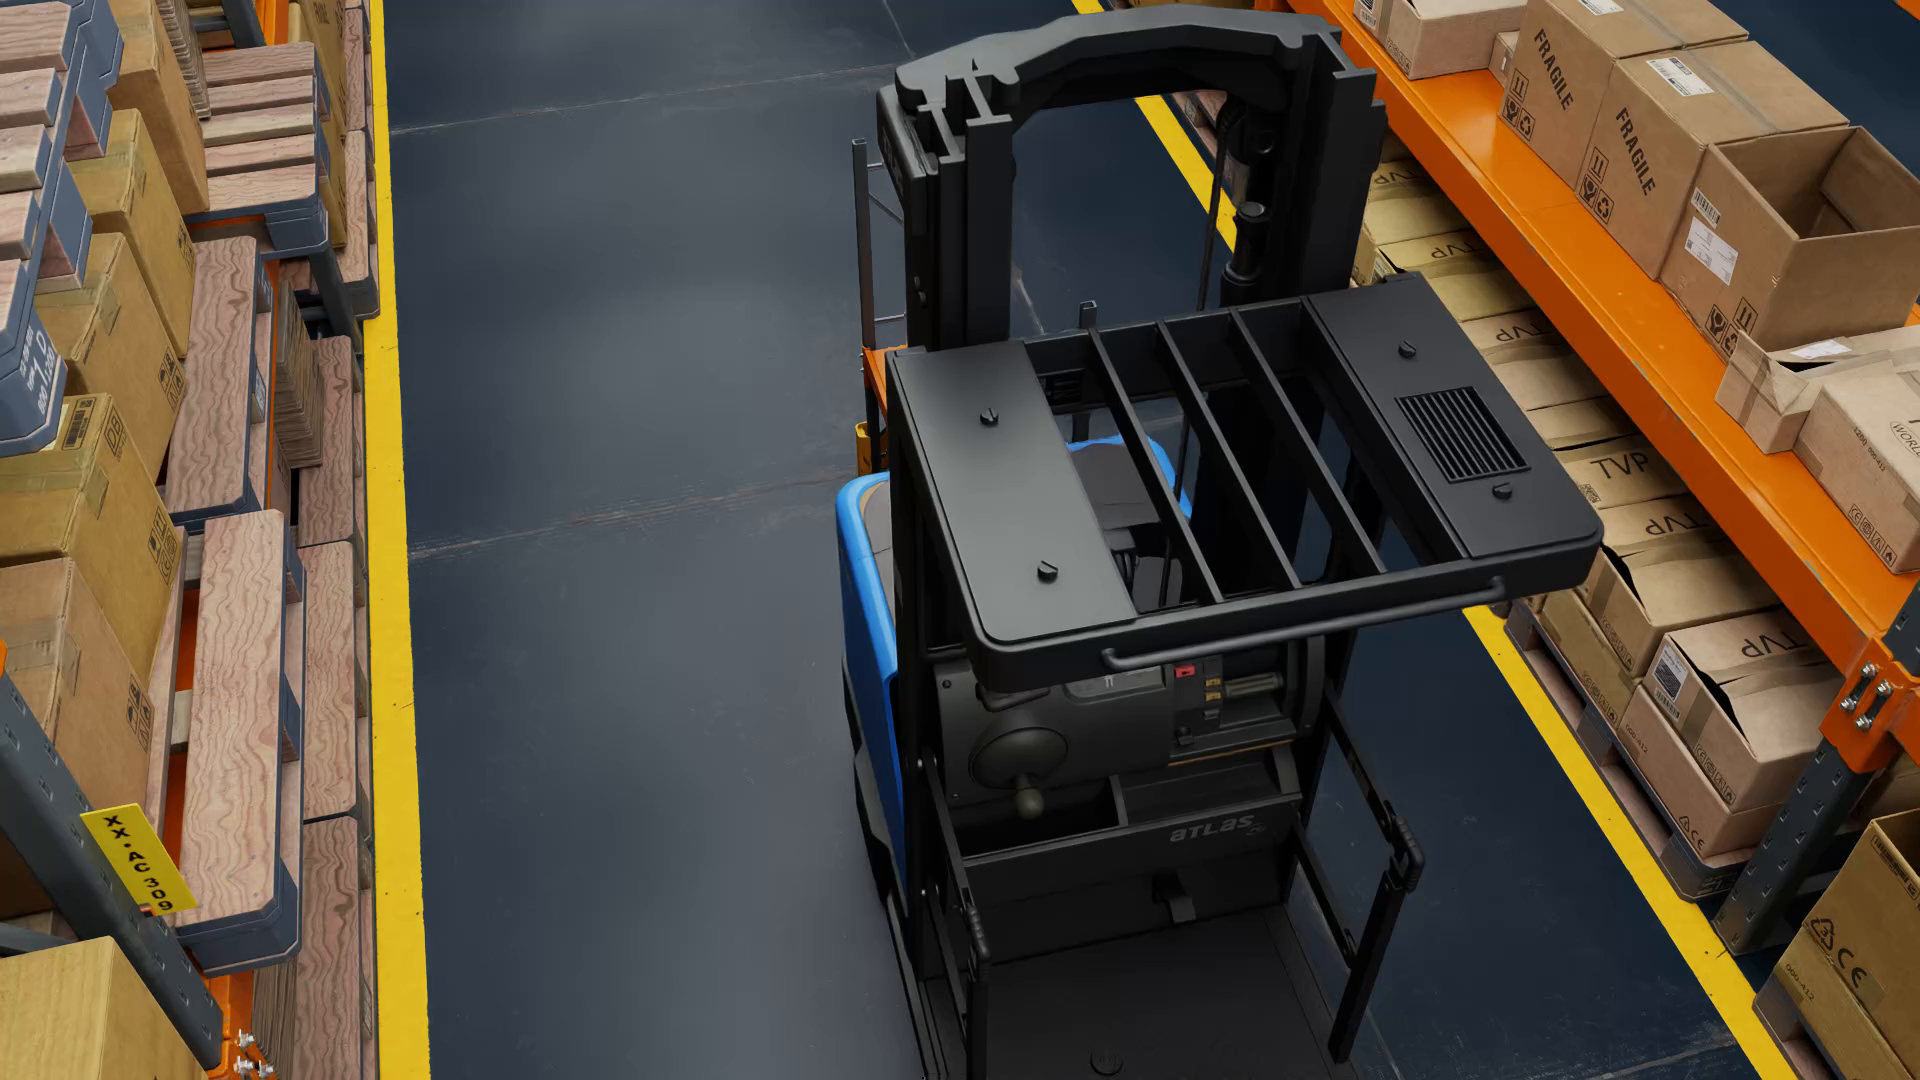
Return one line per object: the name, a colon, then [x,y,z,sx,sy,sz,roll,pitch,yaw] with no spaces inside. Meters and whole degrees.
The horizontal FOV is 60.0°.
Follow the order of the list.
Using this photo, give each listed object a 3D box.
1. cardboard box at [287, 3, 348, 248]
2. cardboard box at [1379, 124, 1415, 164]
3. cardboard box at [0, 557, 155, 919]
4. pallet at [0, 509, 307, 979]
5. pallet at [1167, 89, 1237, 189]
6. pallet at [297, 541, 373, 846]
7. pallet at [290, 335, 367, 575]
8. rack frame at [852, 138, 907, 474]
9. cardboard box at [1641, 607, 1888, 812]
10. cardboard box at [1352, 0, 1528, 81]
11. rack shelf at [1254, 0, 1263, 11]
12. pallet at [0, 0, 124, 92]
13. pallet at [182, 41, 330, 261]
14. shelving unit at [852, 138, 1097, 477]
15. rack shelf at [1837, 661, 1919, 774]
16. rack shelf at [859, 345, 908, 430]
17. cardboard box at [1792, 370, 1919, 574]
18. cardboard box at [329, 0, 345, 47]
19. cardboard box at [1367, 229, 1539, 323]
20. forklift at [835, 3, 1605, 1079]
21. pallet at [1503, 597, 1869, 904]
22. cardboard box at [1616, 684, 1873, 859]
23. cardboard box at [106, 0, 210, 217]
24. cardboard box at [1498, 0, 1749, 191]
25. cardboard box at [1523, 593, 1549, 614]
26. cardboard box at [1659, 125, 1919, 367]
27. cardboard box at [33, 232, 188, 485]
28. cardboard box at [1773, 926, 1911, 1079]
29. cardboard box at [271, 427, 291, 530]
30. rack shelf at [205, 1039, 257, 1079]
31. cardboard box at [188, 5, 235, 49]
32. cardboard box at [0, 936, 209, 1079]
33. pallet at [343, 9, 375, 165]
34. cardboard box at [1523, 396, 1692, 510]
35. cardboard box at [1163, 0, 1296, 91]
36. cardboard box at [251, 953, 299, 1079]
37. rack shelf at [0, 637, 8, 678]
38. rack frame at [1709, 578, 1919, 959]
cardboard box: [-3.077,-1.702,7.029,0.750,0.750,0.750,-11,47,-11]
cardboard box: [1.623,-1.650,7.005,0.500,0.311,0.500,-9,46,-9]
cardboard box: [-2.088,0.439,3.342,0.700,0.500,0.500,-11,47,-10]
pallet: [-2.046,0.498,3.796,1.003,0.211,1.213,-11,47,-10]
pallet: [1.618,-2.231,8.288,1.003,0.211,1.213,-11,47,-10]
pallet: [-2.508,0.580,5.533,1.003,0.211,1.213,-11,47,-10]
pallet: [-2.817,-0.260,6.357,1.003,0.211,1.213,-11,47,-10]
rack frame: [-0.108,-0.817,6.001,0.500,1.500,0.032,-11,47,-10]
cardboard box: [2.416,0.469,4.928,0.500,0.311,0.500,-11,47,-10]
cardboard box: [1.814,-2.000,6.172,0.500,0.311,0.500,-11,47,-11]
rack shelf: [1.260,-3.813,8.391,1.077,0.370,4.000,-11,47,-10]
pallet: [-2.315,-1.160,3.318,1.213,0.211,1.003,-11,47,-10]
pallet: [-2.730,-1.236,5.496,1.213,0.211,1.003,-11,47,-10]
shelving unit: [0.019,-0.472,5.663,0.587,1.500,1.083,-11,47,-10]
rack shelf: [3.309,1.710,2.978,1.077,0.370,4.000,-11,47,-10]
rack shelf: [0.022,-0.340,5.785,0.538,0.185,1.000,-11,47,-10]
cardboard box: [2.628,-0.202,4.453,0.500,0.250,0.500,-8,46,-8]
cardboard box: [-3.517,-2.894,8.197,0.750,0.750,0.750,-9,46,-9]
cardboard box: [1.894,-0.936,6.306,0.500,0.311,0.500,-12,47,-11]
forklift: [0.456,0.488,3.720,1.130,2.935,3.031,-10,46,-9]
pallet: [2.570,0.552,5.561,1.003,0.211,1.213,-11,47,-10]
cardboard box: [2.410,0.659,5.135,0.500,0.250,0.500,-11,47,-11]
cardboard box: [-2.716,-1.261,5.008,0.700,0.500,0.500,-15,47,-14]
cardboard box: [2.218,-1.564,5.612,0.500,0.500,0.500,-13,47,-12]
cardboard box: [2.151,-0.043,5.823,0.500,0.250,0.500,-10,46,-9]
cardboard box: [2.481,-0.855,4.917,0.500,0.500,0.500,-8,46,-7]
cardboard box: [-2.423,-0.397,4.161,0.700,0.500,0.500,-5,46,-5]
cardboard box: [2.622,1.268,4.538,0.500,0.250,0.500,-11,47,-10]
cardboard box: [-2.761,-0.191,5.779,0.700,0.500,0.500,-11,47,-10]
rack shelf: [-1.479,2.618,2.088,1.077,0.370,4.000,-11,47,-10]
cardboard box: [-2.876,-1.965,6.237,0.380,0.149,0.250,-11,47,-11]
cardboard box: [-1.571,1.038,2.698,0.500,0.500,0.500,-11,47,-10]
pallet: [-3.453,-2.199,8.257,1.003,0.211,1.213,-11,47,-10]
cardboard box: [2.151,-0.234,5.617,0.500,0.311,0.500,-11,47,-10]
cardboard box: [1.306,-2.566,8.107,0.500,0.500,0.500,-9,46,-9]
cardboard box: [-2.196,1.201,4.415,0.700,0.500,0.500,-9,46,-9]
rack shelf: [-2.503,-1.193,3.723,1.077,0.370,4.000,-11,47,-10]
rack frame: [2.797,0.077,4.074,1.000,3.000,0.127,-11,47,-10]
